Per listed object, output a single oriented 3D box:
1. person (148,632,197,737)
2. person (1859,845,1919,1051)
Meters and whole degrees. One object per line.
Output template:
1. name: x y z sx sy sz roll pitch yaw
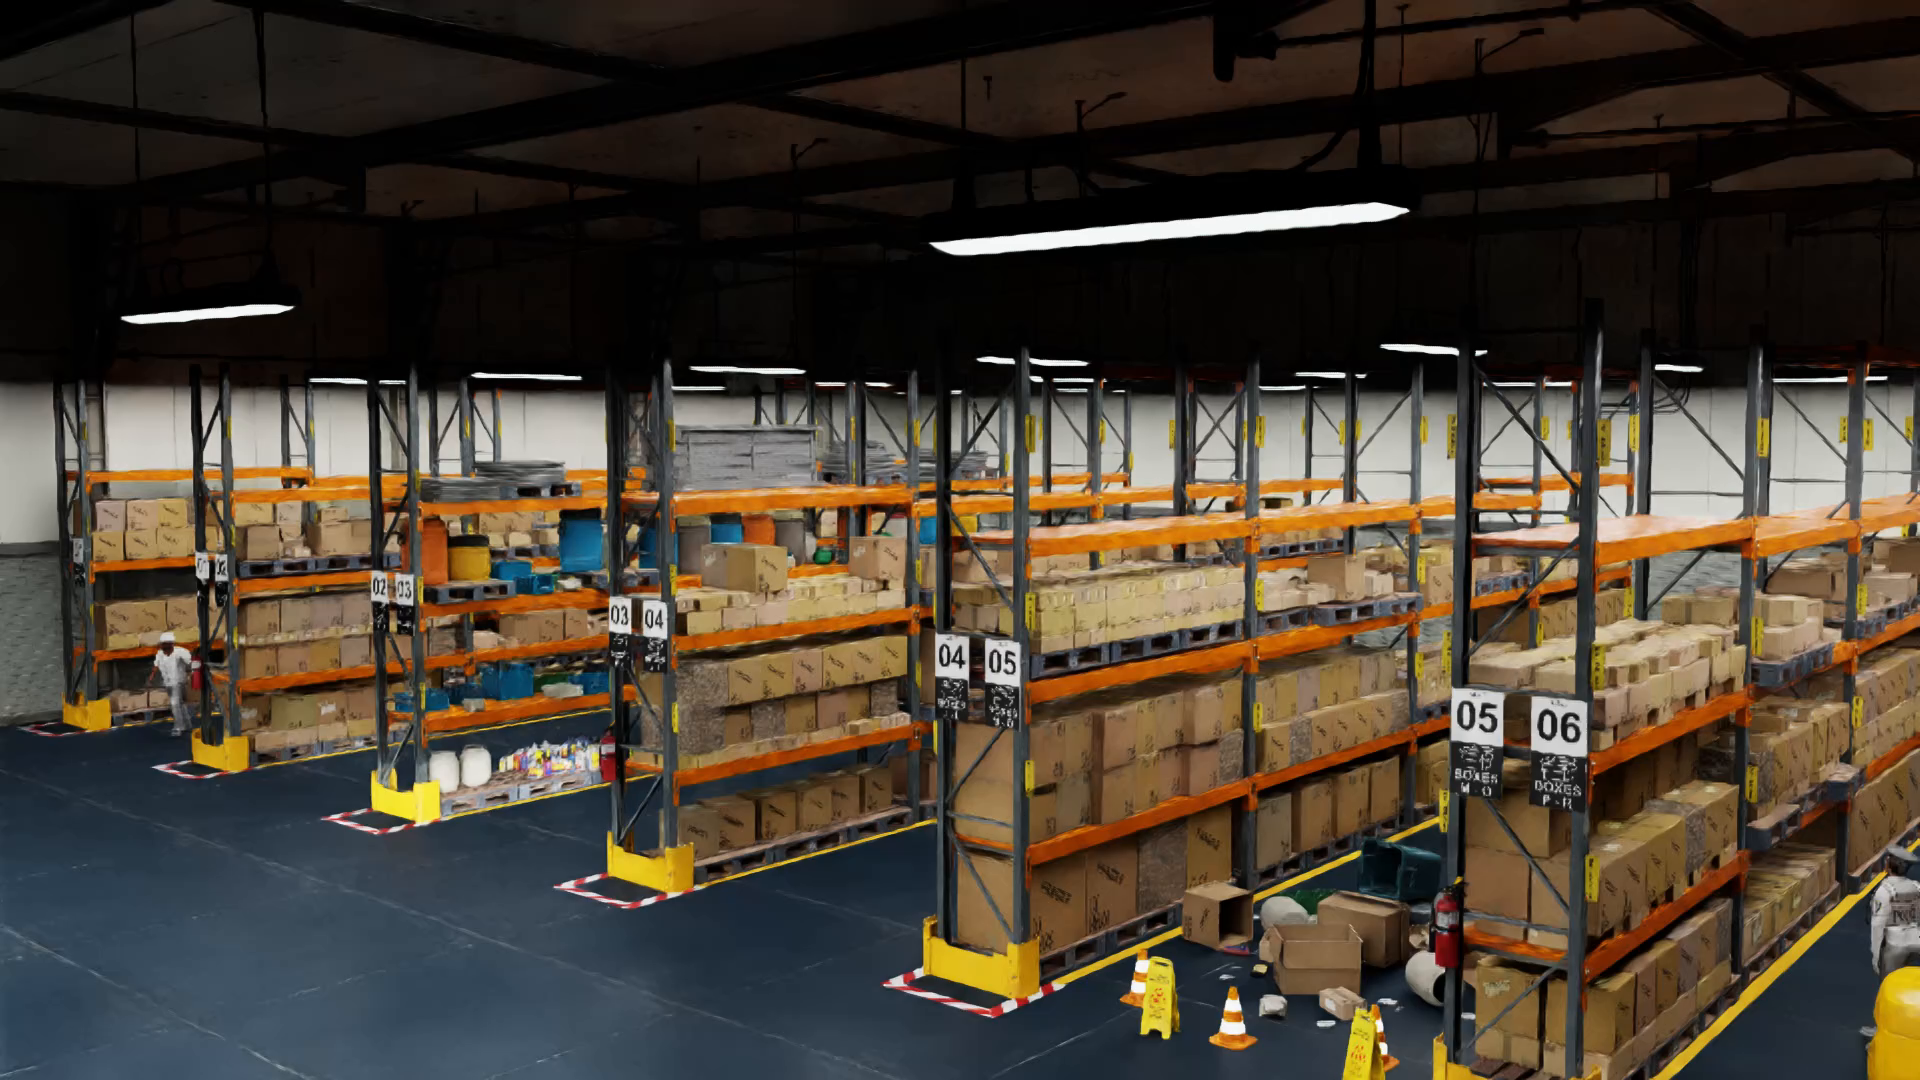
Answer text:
1. person: -12.858 2.338 27.254 0.711 1.695 0.815 2 4 21
2. person: 7.618 3.337 13.649 0.567 1.676 0.505 -2 5 -24
